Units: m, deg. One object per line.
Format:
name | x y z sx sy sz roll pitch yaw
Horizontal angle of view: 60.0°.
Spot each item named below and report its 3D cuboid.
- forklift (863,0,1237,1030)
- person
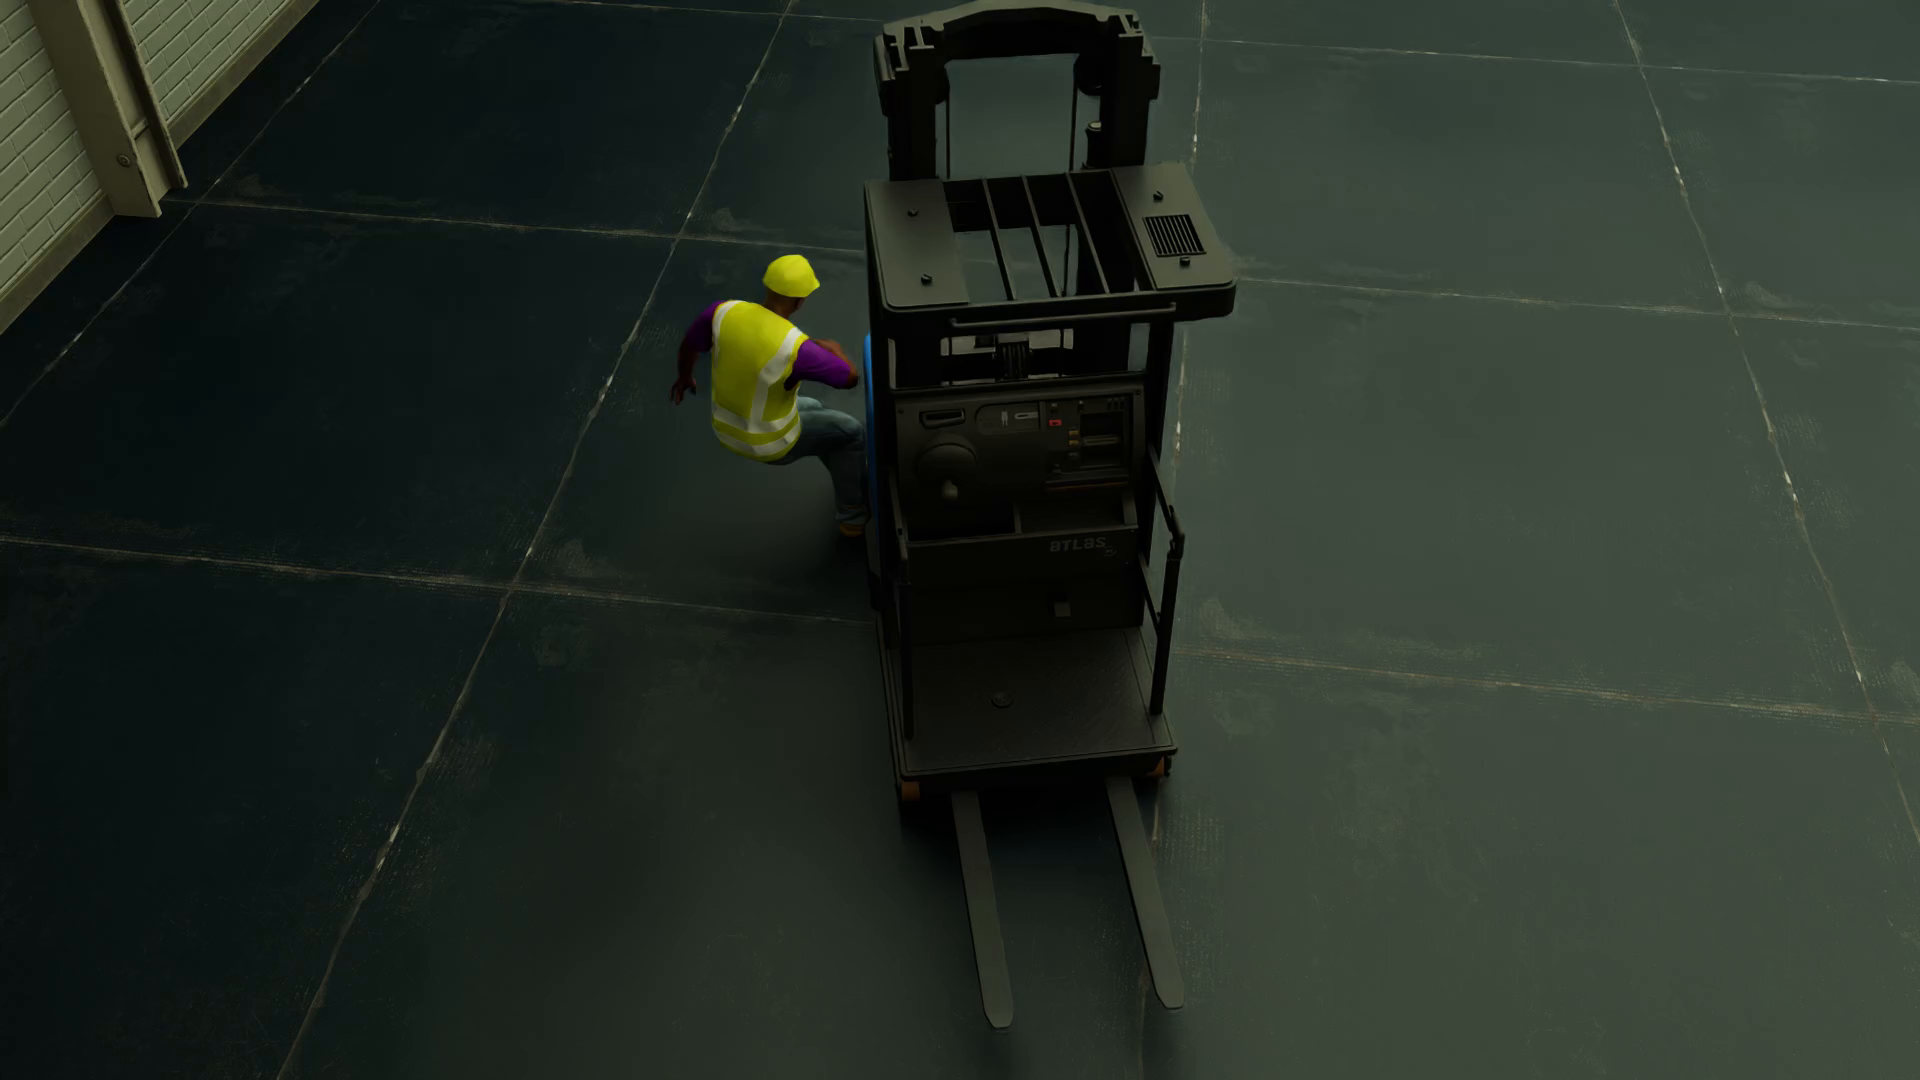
forklift | 0.255 -0.275 6.024 1.130 2.935 3.031 -5 43 -5
person | -0.755 -0.718 7.631 0.937 1.525 0.929 27 49 26
